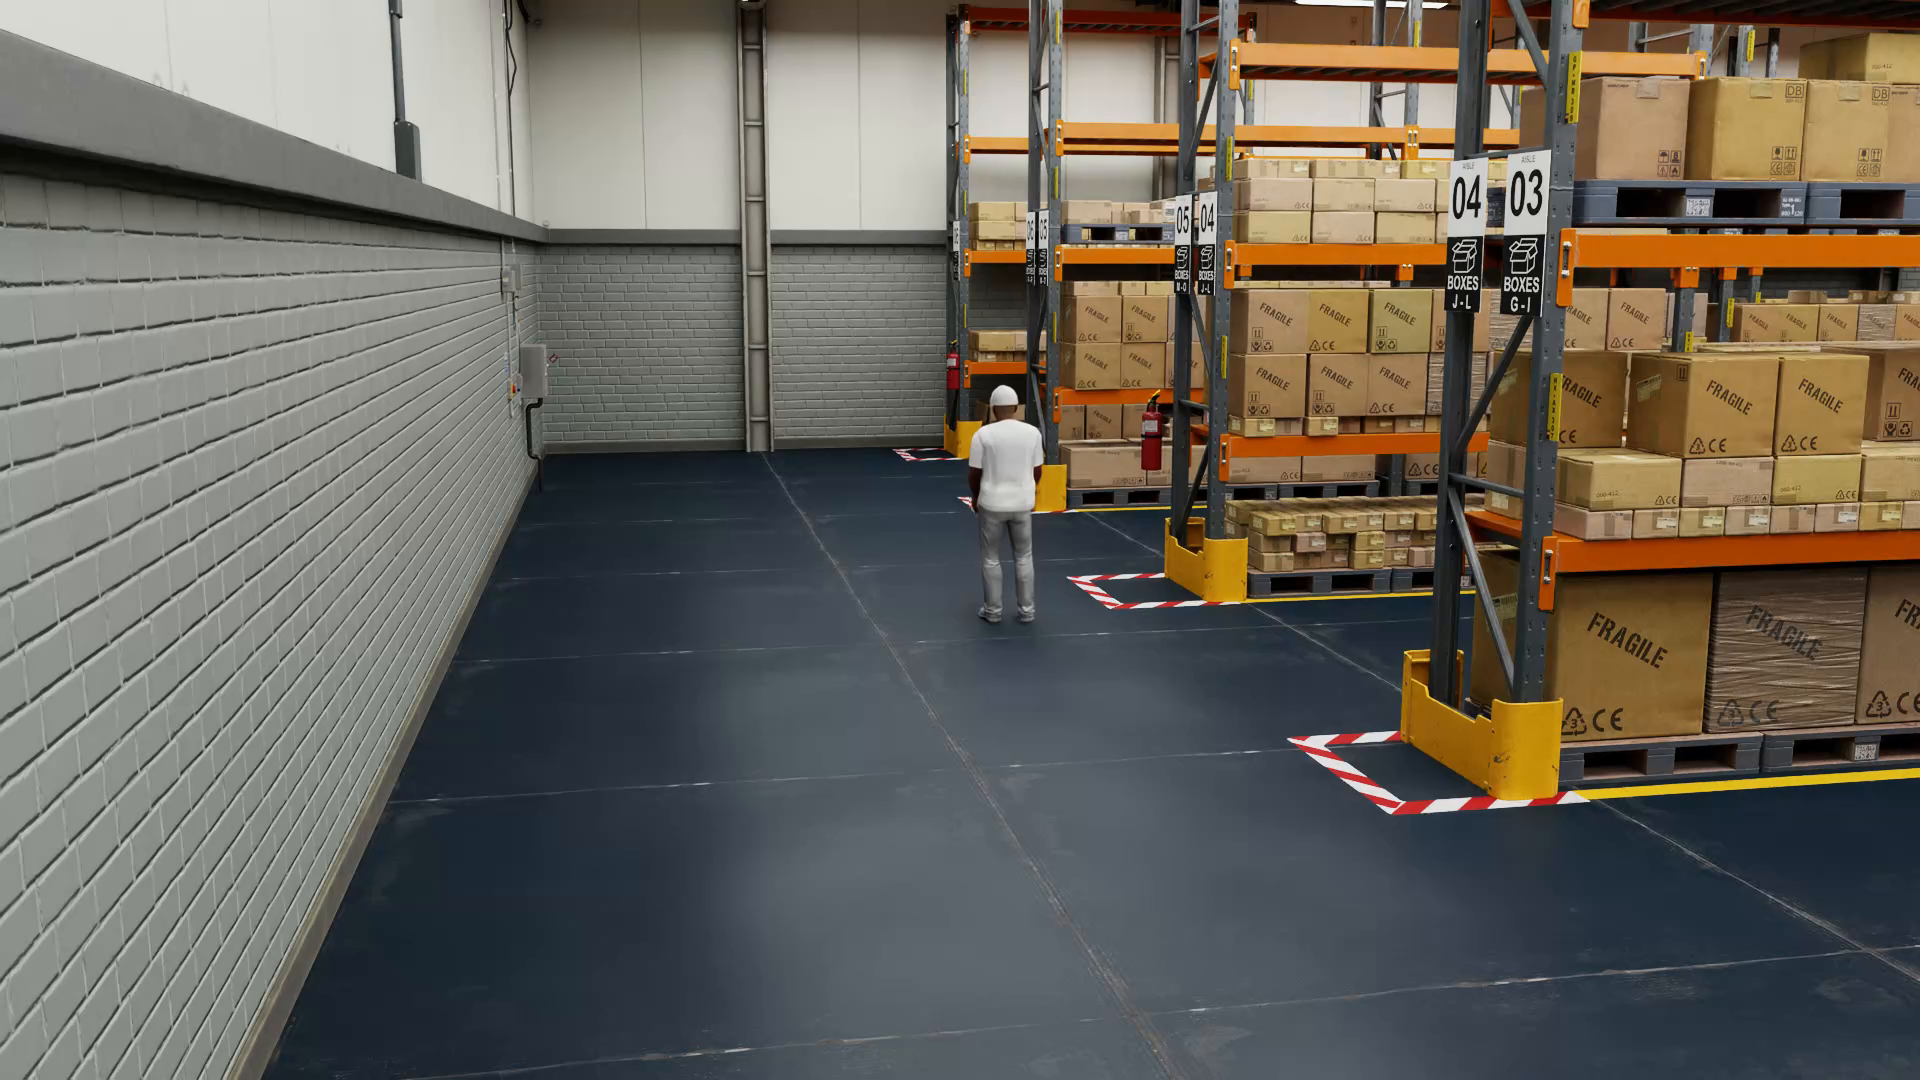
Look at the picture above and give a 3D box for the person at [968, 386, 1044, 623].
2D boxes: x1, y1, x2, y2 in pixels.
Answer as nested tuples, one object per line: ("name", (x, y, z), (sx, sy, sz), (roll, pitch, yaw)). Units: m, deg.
("person", (0.330, -0.267, 12.401), (0.572, 1.767, 0.470), (-2, 10, -12))
